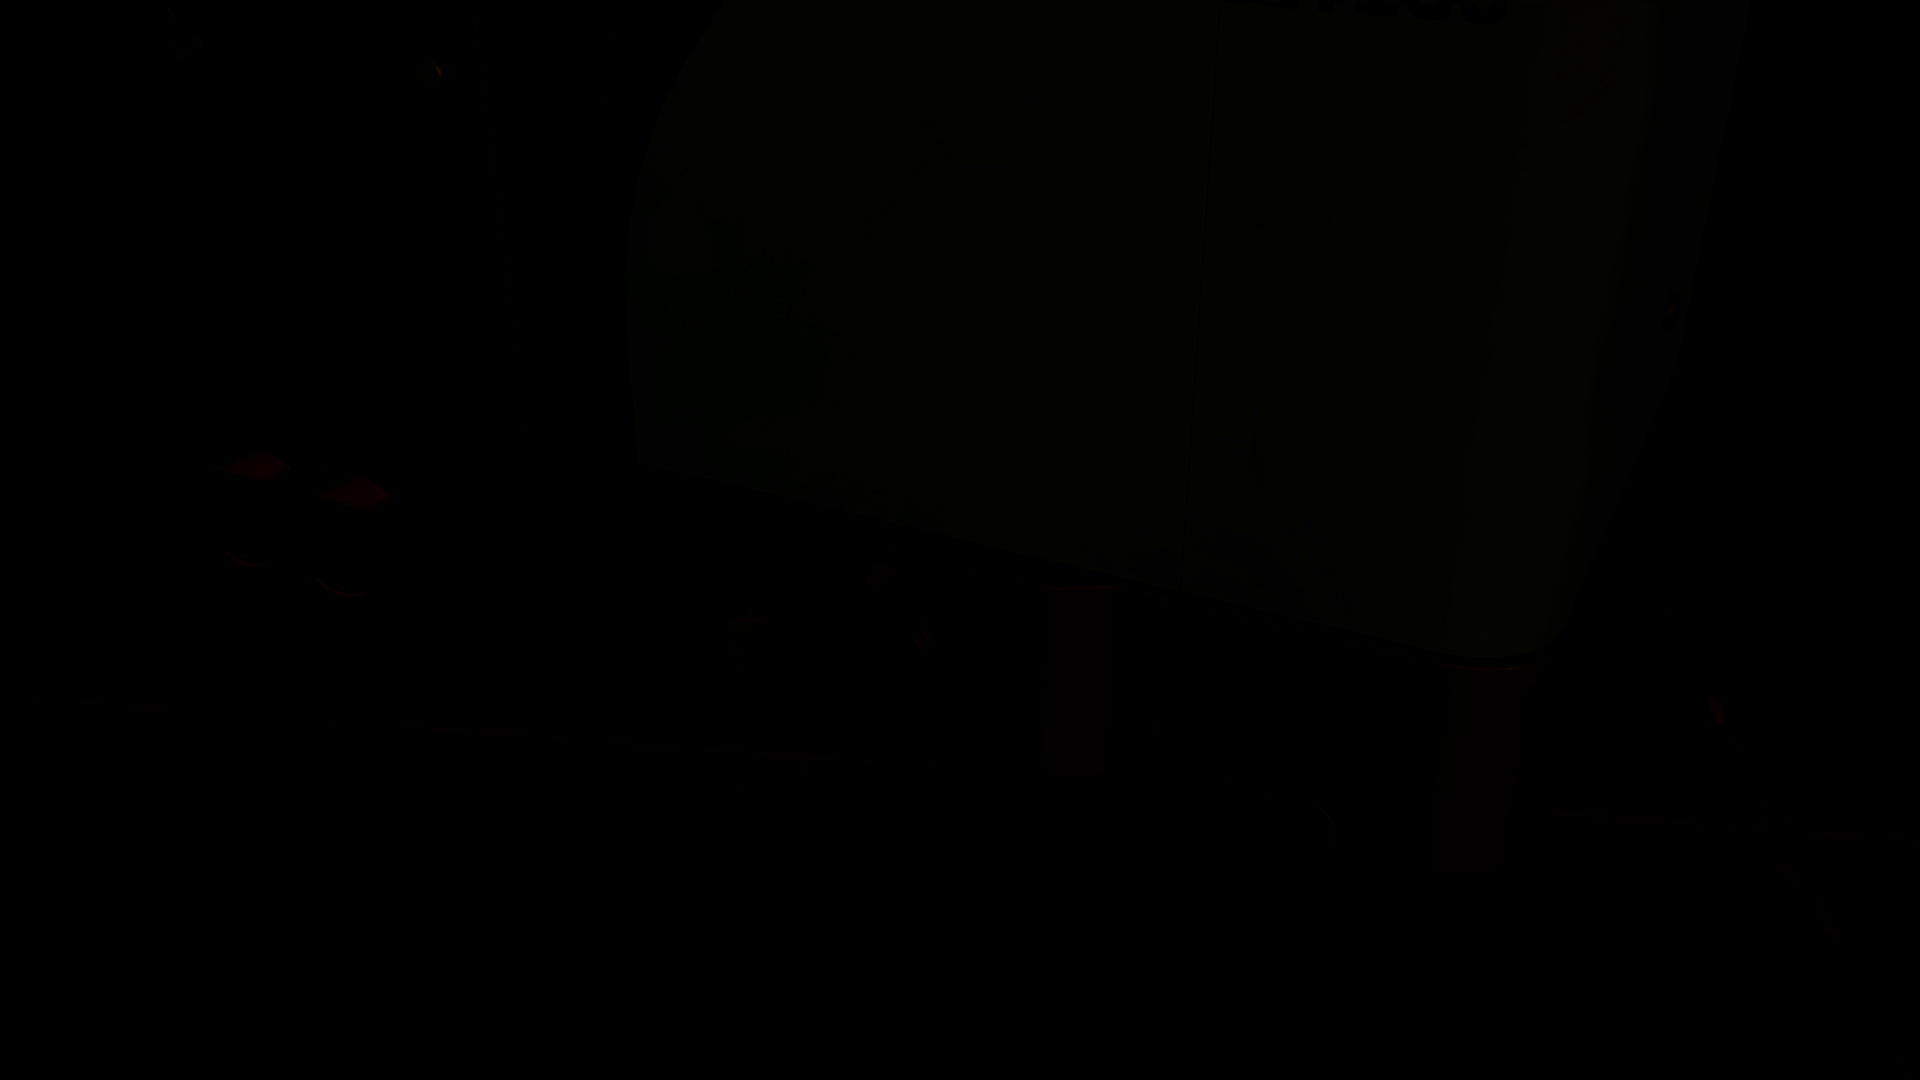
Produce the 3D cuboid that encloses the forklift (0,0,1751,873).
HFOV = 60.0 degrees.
[{"bbox_3d":[-0.542,-1.422,2.067,3.031,2.935,1.130,14,30,25],"label":"forklift"}]
